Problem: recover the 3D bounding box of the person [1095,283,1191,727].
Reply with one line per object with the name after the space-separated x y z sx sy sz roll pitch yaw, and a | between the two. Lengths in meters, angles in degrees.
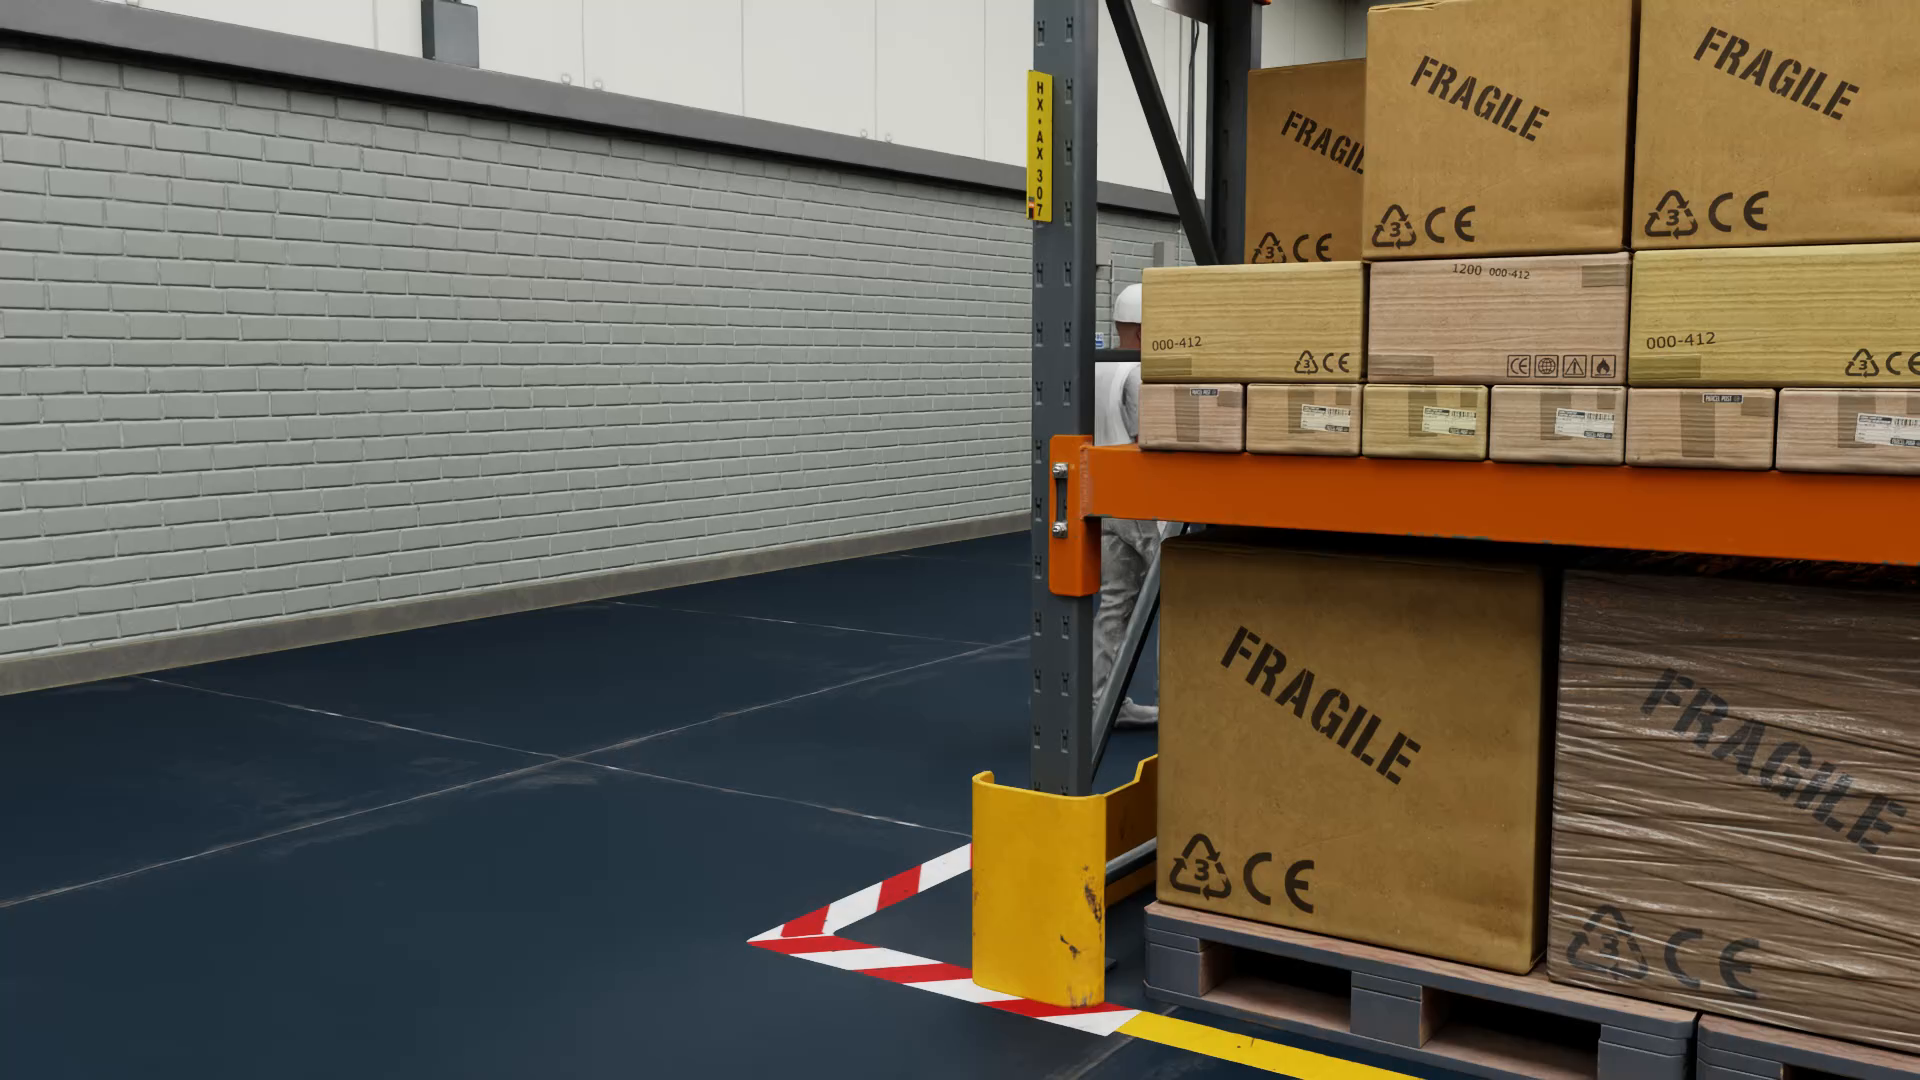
0.795 -0.118 6.709 0.547 1.809 0.593 -2 7 -19 | person
